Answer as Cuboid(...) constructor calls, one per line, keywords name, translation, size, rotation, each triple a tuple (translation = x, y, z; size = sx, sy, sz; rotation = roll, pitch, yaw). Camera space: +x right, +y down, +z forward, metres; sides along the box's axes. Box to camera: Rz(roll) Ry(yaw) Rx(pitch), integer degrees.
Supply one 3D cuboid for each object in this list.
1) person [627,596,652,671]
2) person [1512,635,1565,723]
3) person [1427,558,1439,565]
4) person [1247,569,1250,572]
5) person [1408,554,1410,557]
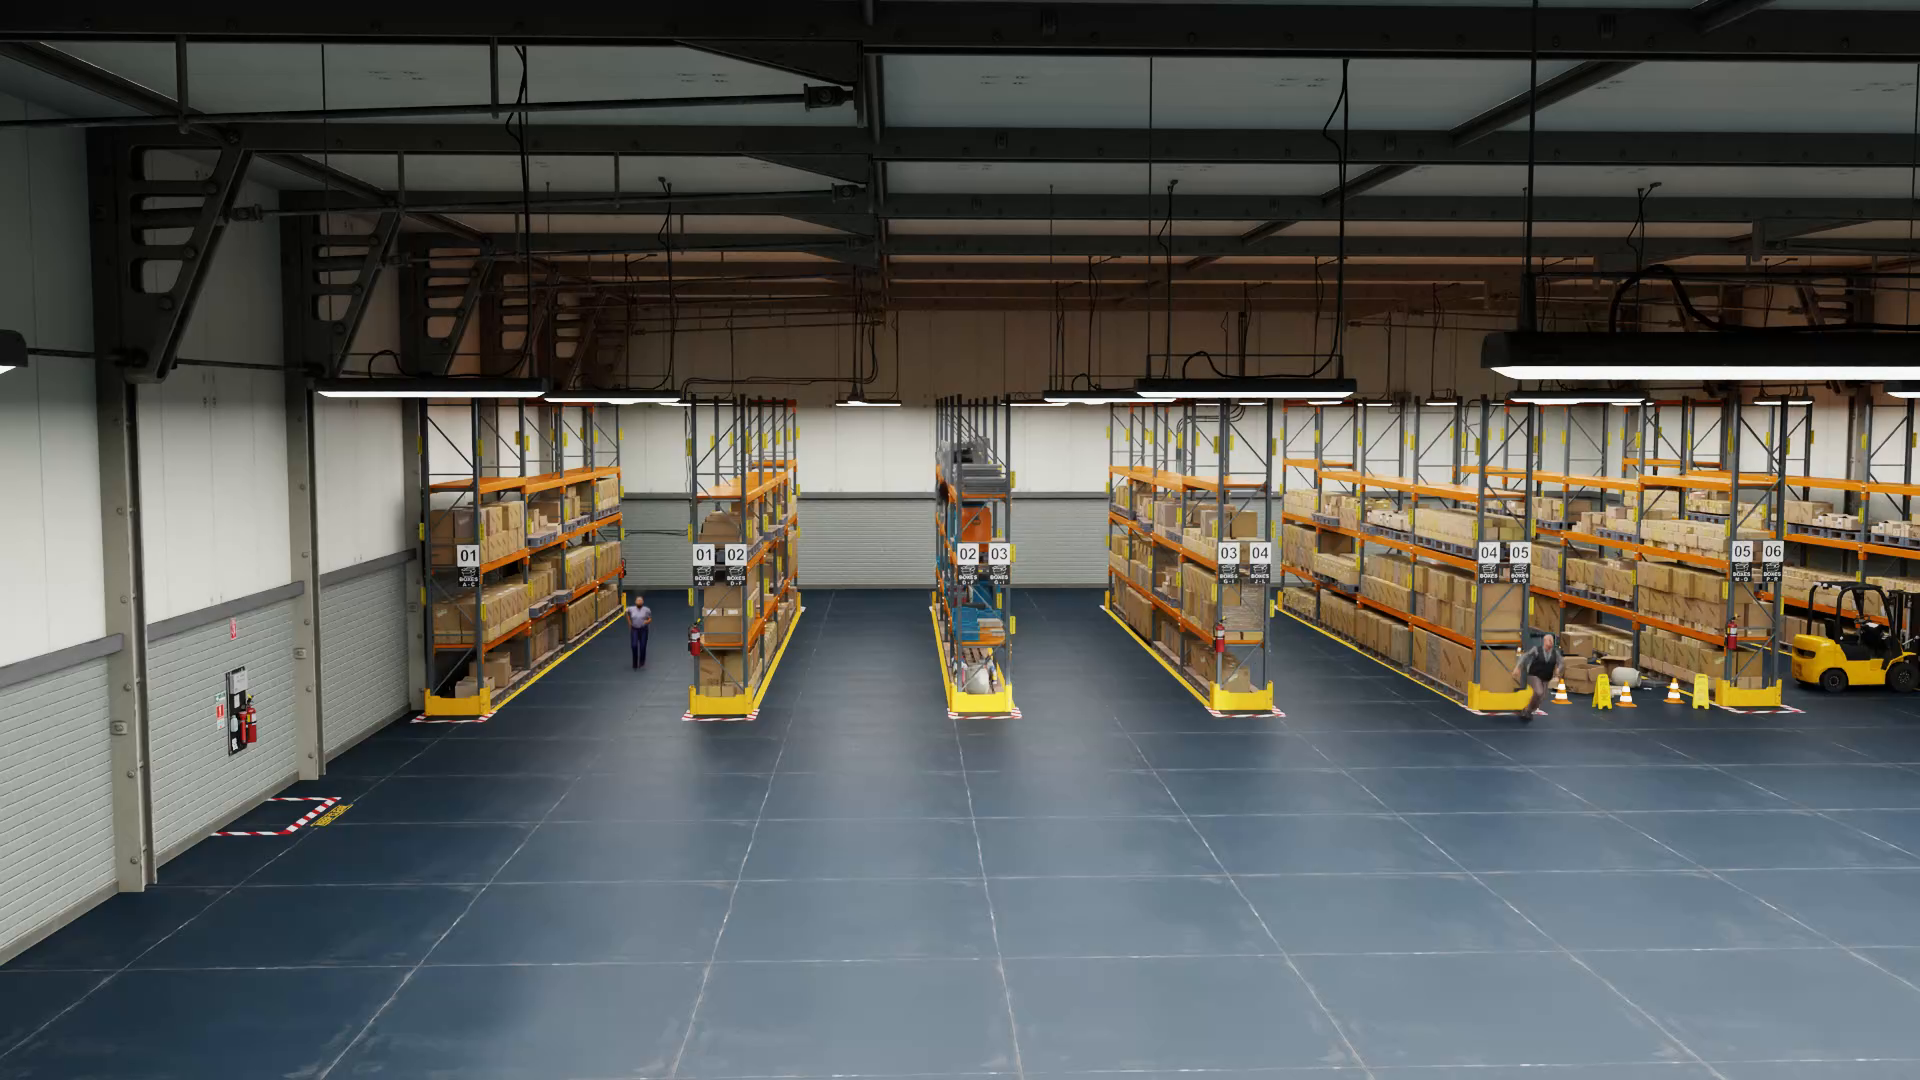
Cuboid(name="person", translation=(-7.059, 2.056, 36.619), size=(0.530, 1.644, 0.795), rotation=(-1, 5, -13))
Cuboid(name="person", translation=(10.600, 2.536, 30.311), size=(0.814, 1.630, 0.695), rotation=(-1, 5, -13))
Cuboid(name="person", translation=(13.918, 0.969, 49.063), size=(0.696, 1.783, 0.641), rotation=(-1, 5, -10))
Cuboid(name="person", translation=(7.787, 1.471, 44.812), size=(0.528, 1.448, 0.982), rotation=(1, 5, 15))
Cuboid(name="person", translation=(12.495, 1.252, 45.728), size=(0.653, 1.767, 0.966), rotation=(-3, 5, -29))
